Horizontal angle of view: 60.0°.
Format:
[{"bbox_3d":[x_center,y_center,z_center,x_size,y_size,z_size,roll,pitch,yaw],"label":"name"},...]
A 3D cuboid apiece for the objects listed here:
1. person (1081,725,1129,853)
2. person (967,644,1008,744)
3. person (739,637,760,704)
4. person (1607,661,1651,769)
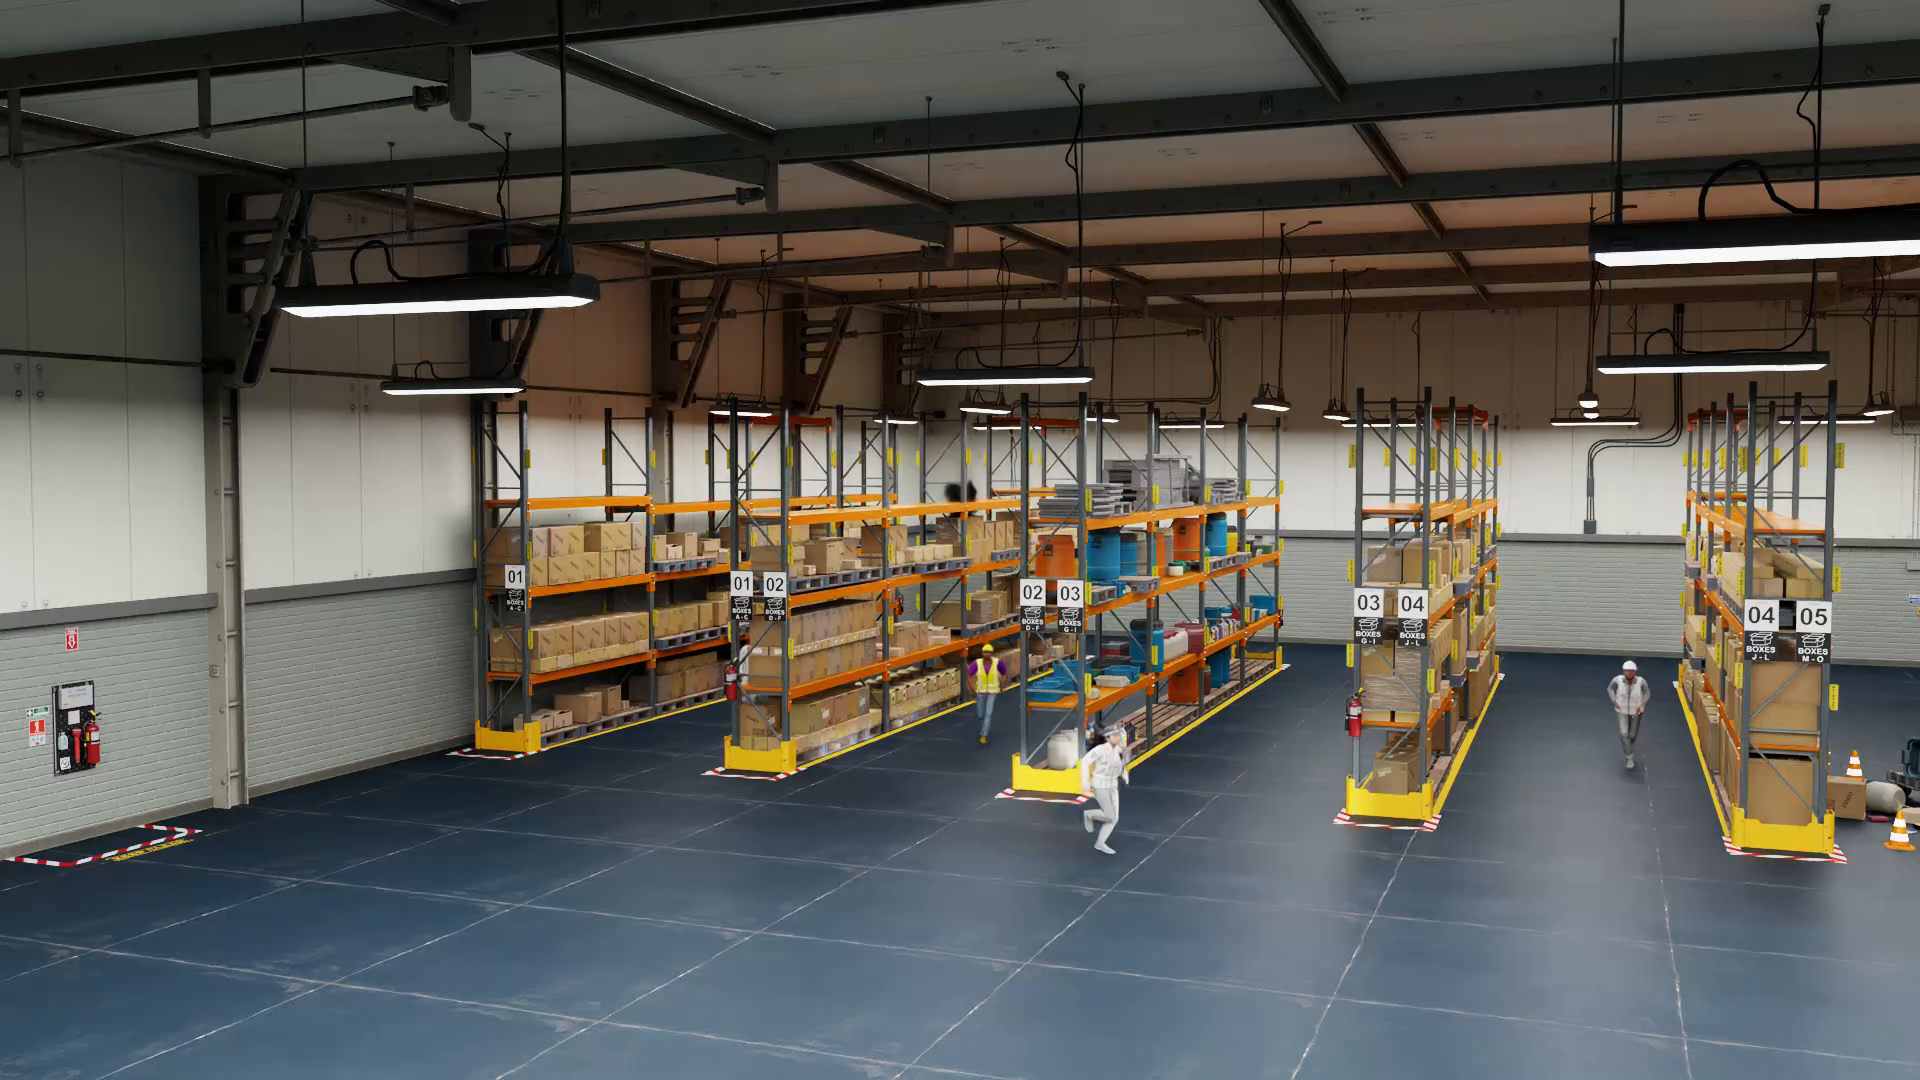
[{"bbox_3d":[1.858,3.165,21.233,0.653,1.650,0.642,-2,4,-40],"label":"person"},{"bbox_3d":[0.480,2.710,29.538,0.715,1.740,0.772,0,3,3],"label":"person"},{"bbox_3d":[-3.886,2.655,31.349,0.717,1.684,0.818,1,3,16],"label":"person"},{"bbox_3d":[10.981,2.827,27.318,0.664,1.759,0.930,1,3,22],"label":"person"}]
